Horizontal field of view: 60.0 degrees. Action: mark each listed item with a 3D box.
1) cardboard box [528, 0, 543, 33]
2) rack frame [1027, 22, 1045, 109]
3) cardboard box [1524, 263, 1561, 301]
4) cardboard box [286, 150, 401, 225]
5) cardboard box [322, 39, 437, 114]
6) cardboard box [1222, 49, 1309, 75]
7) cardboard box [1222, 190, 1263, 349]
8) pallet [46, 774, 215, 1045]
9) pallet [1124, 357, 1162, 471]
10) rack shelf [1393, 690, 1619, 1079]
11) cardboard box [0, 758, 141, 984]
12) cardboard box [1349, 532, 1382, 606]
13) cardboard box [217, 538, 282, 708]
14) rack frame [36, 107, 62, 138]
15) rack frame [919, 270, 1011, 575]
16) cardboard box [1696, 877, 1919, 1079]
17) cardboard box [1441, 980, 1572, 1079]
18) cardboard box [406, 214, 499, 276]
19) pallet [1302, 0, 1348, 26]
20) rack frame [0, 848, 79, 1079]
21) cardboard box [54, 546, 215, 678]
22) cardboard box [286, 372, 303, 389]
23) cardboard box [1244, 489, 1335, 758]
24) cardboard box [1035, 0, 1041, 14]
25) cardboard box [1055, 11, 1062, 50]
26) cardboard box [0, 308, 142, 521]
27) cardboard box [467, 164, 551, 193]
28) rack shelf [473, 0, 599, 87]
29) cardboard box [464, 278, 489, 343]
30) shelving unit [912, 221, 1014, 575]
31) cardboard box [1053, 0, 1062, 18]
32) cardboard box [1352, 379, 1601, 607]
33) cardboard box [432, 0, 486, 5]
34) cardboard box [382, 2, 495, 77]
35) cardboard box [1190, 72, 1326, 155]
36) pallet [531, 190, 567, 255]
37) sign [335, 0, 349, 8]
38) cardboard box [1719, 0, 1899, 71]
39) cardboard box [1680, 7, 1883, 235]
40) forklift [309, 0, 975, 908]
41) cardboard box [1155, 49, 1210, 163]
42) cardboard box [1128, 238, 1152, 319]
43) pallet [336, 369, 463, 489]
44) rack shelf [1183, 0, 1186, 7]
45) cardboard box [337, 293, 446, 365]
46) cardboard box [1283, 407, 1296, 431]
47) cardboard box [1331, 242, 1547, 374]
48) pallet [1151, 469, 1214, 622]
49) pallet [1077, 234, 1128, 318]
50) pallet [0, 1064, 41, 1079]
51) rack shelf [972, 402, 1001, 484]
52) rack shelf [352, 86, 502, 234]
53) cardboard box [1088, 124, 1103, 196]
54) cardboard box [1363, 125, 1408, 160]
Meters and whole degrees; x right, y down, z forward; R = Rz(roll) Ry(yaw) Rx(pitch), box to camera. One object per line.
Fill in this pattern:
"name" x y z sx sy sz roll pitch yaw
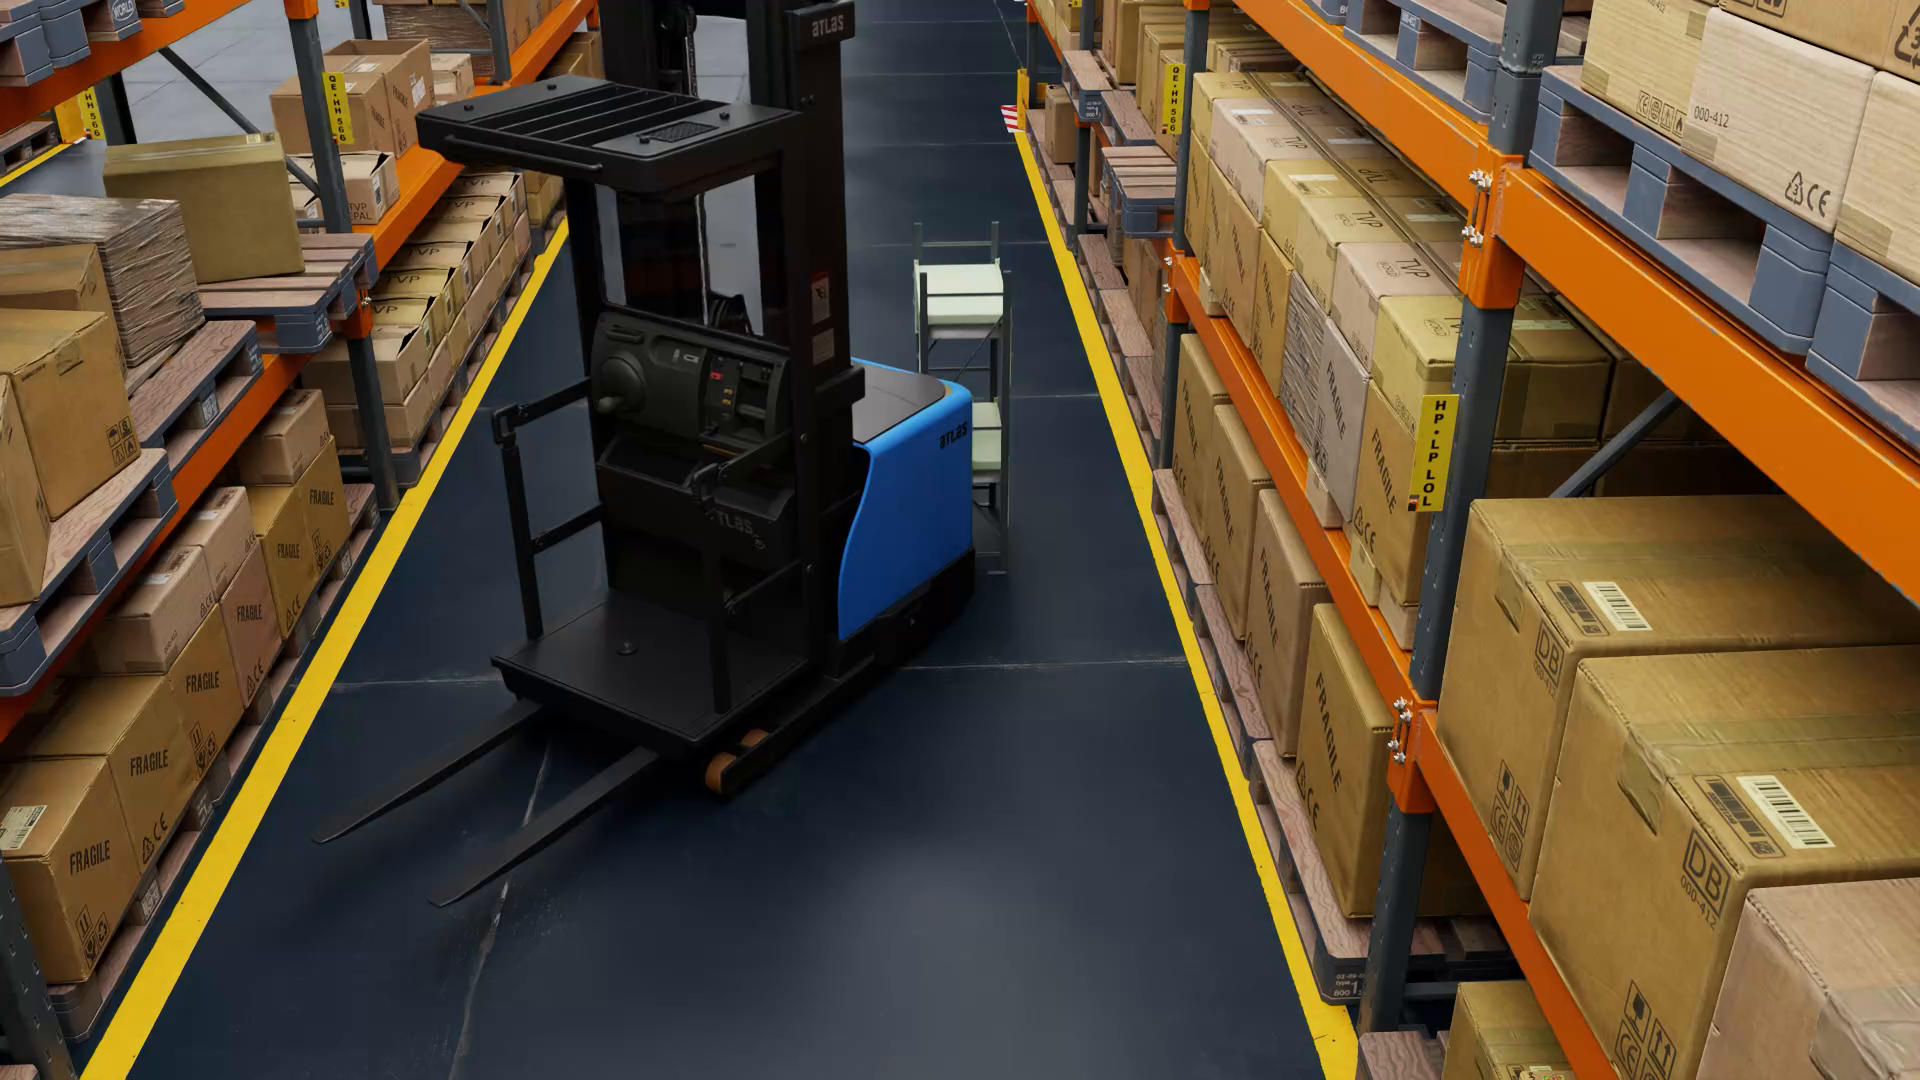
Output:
"cardboard box" -3.722 -4.293 13.130 0.700 0.500 0.500 -1 28 -1
"rack frame" 1.130 -5.301 15.170 1.000 3.000 0.127 -1 28 -3
"cardboard box" 1.959 -0.737 5.157 0.500 0.250 0.500 -1 28 -2
"cardboard box" -3.252 -1.863 8.676 0.500 0.311 0.500 -2 28 -3
"cardboard box" -3.557 -2.779 10.226 0.500 0.500 0.500 1 28 1
"cardboard box" 1.500 -2.292 8.116 0.380 0.149 0.250 -5 28 -9
"cardboard box" 1.360 -1.090 6.645 0.500 0.500 0.500 -2 28 -3
"pallet" -3.270 1.224 5.676 1.003 0.211 1.213 -1 28 -3
"pallet" 1.508 -0.731 9.424 1.003 0.211 1.213 -1 28 -3
"rack shelf" 1.861 1.483 2.940 1.077 0.370 4.000 -1 28 -3
"cardboard box" -2.972 1.046 5.228 0.500 0.500 0.500 -3 28 -5
"cardboard box" 1.419 0.078 5.107 0.380 0.149 0.250 -1 28 -2
"cardboard box" -3.056 0.335 6.591 0.500 0.500 0.500 -2 28 -5
"rack frame" -8.764 -5.062 14.712 1.000 3.000 0.127 -1 28 -3
"rack frame" 0.023 -0.502 7.591 0.400 1.500 0.023 -1 28 -3
"cardboard box" 1.849 1.032 2.704 0.980 0.700 0.700 -3 28 -5
"cardboard box" 1.693 1.511 4.359 0.700 0.500 0.500 -1 28 -2
"cardboard box" -3.243 -1.897 10.557 0.500 0.311 0.500 -1 28 -3
"pallet" 1.696 -2.040 5.879 1.003 0.211 1.213 0 28 0
"rack frame" -3.190 0.362 4.312 1.000 3.000 0.127 -1 28 -3
"cardboard box" -3.024 0.252 5.940 0.500 0.250 0.500 -1 28 -3
"cardboard box" -3.672 -0.937 8.716 0.500 0.311 0.500 -1 28 -1
"cardboard box" 1.543 0.300 6.301 0.750 0.750 0.750 -1 28 -1
"cardboard box" 0.900 -4.536 13.843 0.500 0.250 0.500 -2 28 -3
"cardboard box" 0.994 -3.838 12.505 0.500 0.250 0.500 -1 28 -2
"cardboard box" -3.091 -0.409 5.228 0.700 0.500 0.500 3 28 5
"cardboard box" -3.319 -2.854 12.186 0.500 0.500 0.500 -1 28 -3
"rack shelf" -3.712 -3.937 13.333 1.077 0.370 4.000 -1 28 -3
"cardboard box" -3.220 -1.410 10.229 0.500 0.250 0.500 -1 28 -2
"shelving unit" 0.004 -0.672 7.915 0.431 1.500 0.755 -1 28 -3
"cardboard box" 0.974 -4.170 12.331 0.500 0.500 0.500 -2 28 -3
"cardboard box" 1.481 -0.152 4.846 0.500 0.500 0.500 -2 28 -3
"cardboard box" -3.429 -3.793 11.470 0.380 0.149 0.250 -1 28 -3
"cardboard box" -3.637 -3.582 11.765 0.700 0.500 0.500 -2 28 -4
"cardboard box" 1.315 -1.895 7.377 0.500 0.250 0.500 -1 28 -1
"pallet" -3.608 -2.464 12.747 1.003 0.211 1.213 -1 28 -3
"sign" -4.162 -3.737 11.150 0.100 0.325 0.005 -1 28 -3
"cardboard box" 1.547 -1.013 2.493 0.500 0.500 0.500 -2 28 -4
"cardboard box" 1.542 -0.692 2.690 0.500 0.250 0.500 -2 28 -4
"forklift" -1.157 -0.539 6.182 1.129 2.867 3.031 17 32 29
"cardboard box" 1.457 -2.320 8.871 0.700 0.500 0.500 -4 28 -7
"cardboard box" 1.457 -1.727 10.545 0.700 0.500 0.500 -1 28 -2
"pallet" -3.403 -0.630 9.230 1.003 0.211 1.213 -1 28 -3
"rack shelf" 1.443 -3.541 9.330 1.077 0.370 4.000 -1 28 -3
"cardboard box" -3.169 -1.192 9.205 0.500 0.311 0.500 -2 28 -4
"cardboard box" 1.431 -0.517 6.247 0.380 0.149 0.250 -1 28 -1
"cardboard box" 1.460 -0.723 5.130 0.500 0.250 0.500 -1 28 -2
"pallet" 1.514 -0.004 8.030 1.003 0.211 1.213 -1 28 -3
"pallet" 1.381 -1.858 11.584 1.003 0.211 1.213 -1 28 -3
"pallet" -3.155 1.916 4.349 1.003 0.211 1.213 -1 28 -3
"rack shelf" 0.004 -0.469 8.021 0.368 0.124 0.686 -1 28 -3
"rack shelf" -3.503 -2.208 9.730 0.919 0.052 3.809 -1 28 -3
"cardboard box" 1.245 -3.019 13.022 0.500 0.500 0.500 -3 28 -7
"cardboard box" 1.877 -1.445 6.514 0.500 0.250 0.500 -2 28 -4
